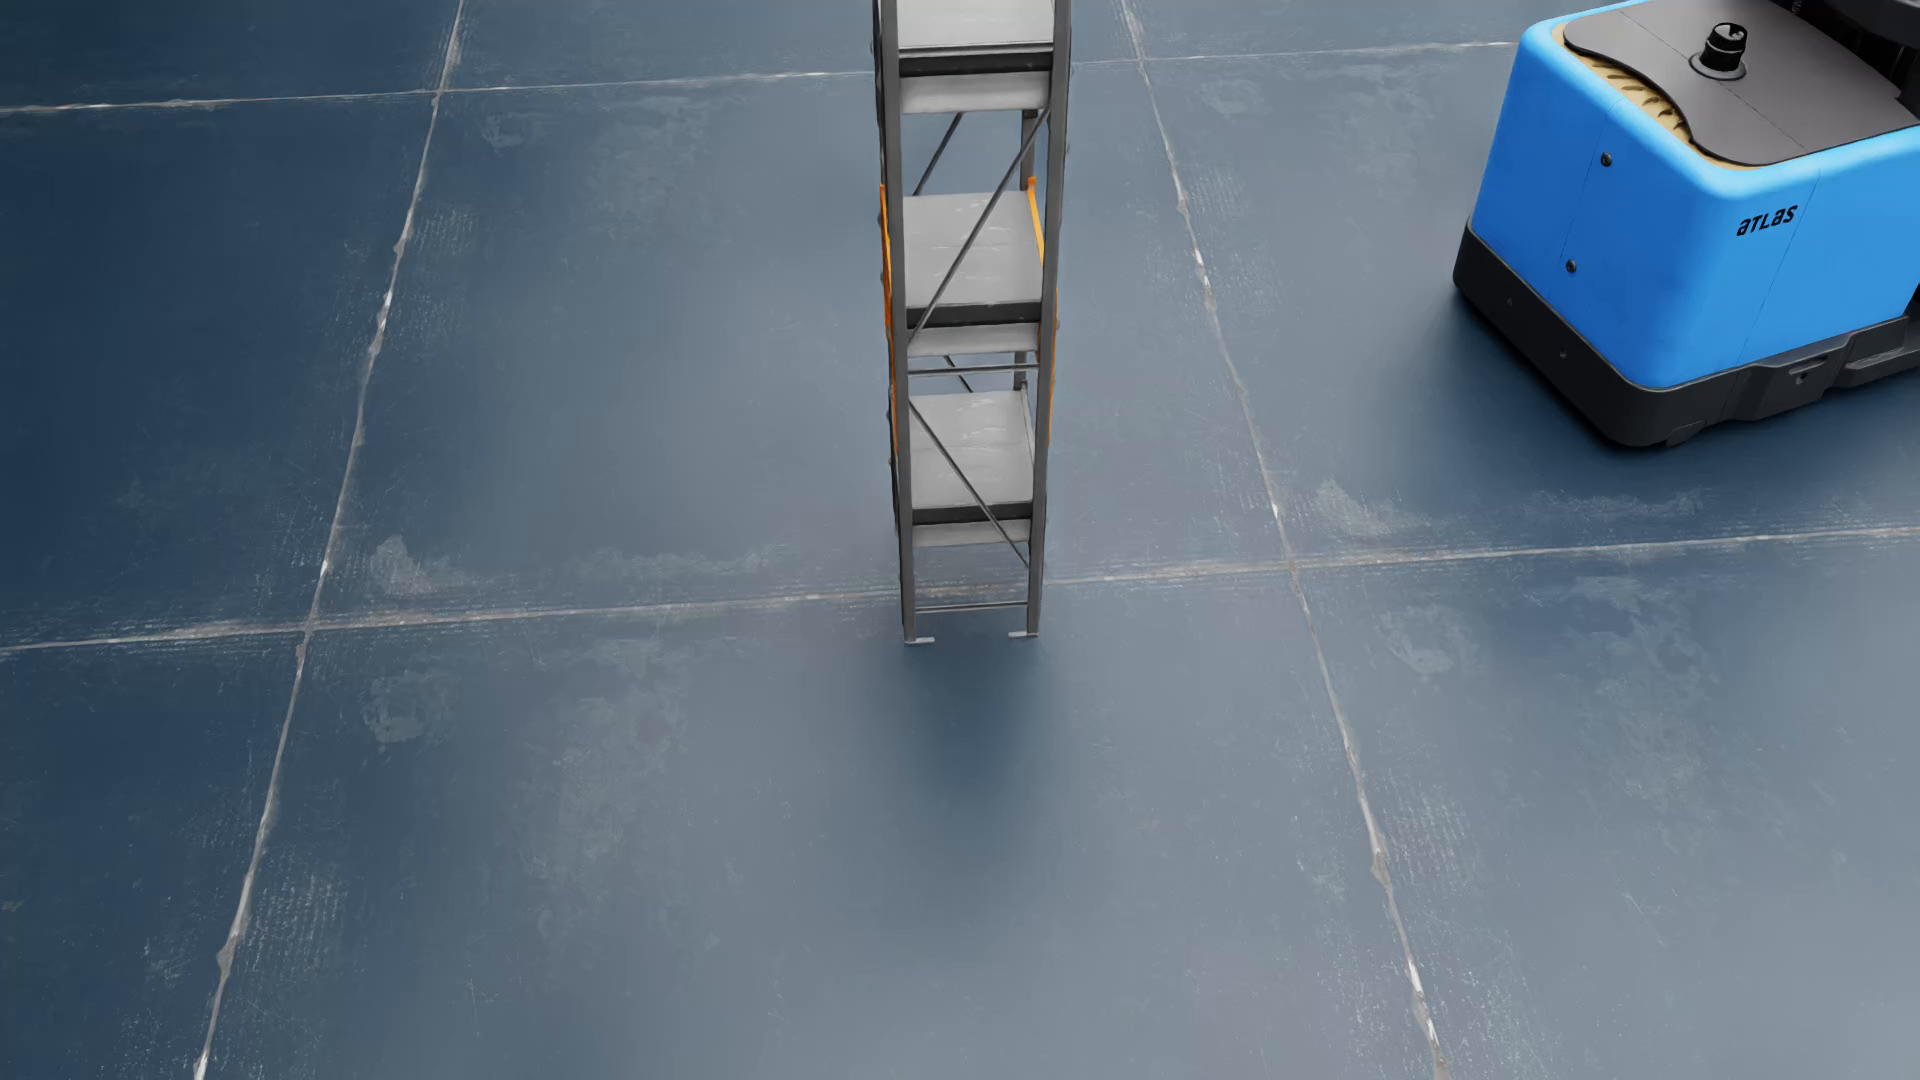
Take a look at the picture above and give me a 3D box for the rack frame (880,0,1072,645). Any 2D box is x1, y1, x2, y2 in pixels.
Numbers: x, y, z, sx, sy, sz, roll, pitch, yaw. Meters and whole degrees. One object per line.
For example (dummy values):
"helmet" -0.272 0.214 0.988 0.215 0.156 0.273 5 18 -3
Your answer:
"rack frame" 0.034 -0.426 4.207 0.400 2.100 0.015 -3 47 -3

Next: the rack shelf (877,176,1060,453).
"rack shelf" 0.014 -0.593 4.384 0.431 0.518 0.480 -3 47 -3

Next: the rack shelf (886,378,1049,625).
"rack shelf" 0.014 -0.112 4.892 0.431 0.518 0.480 -3 47 -3

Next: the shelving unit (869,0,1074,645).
"shelving unit" 0.014 -0.602 4.374 0.431 2.100 0.503 -3 47 -3

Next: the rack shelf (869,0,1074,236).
"rack shelf" 0.014 -1.074 3.876 0.431 0.518 0.480 -3 47 -3

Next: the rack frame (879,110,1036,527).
"rack frame" -0.007 -0.779 4.541 0.400 2.100 0.015 -3 47 -3

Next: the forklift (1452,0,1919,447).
"forklift" 3.358 -2.009 5.134 3.031 2.935 1.130 -17 49 -15
